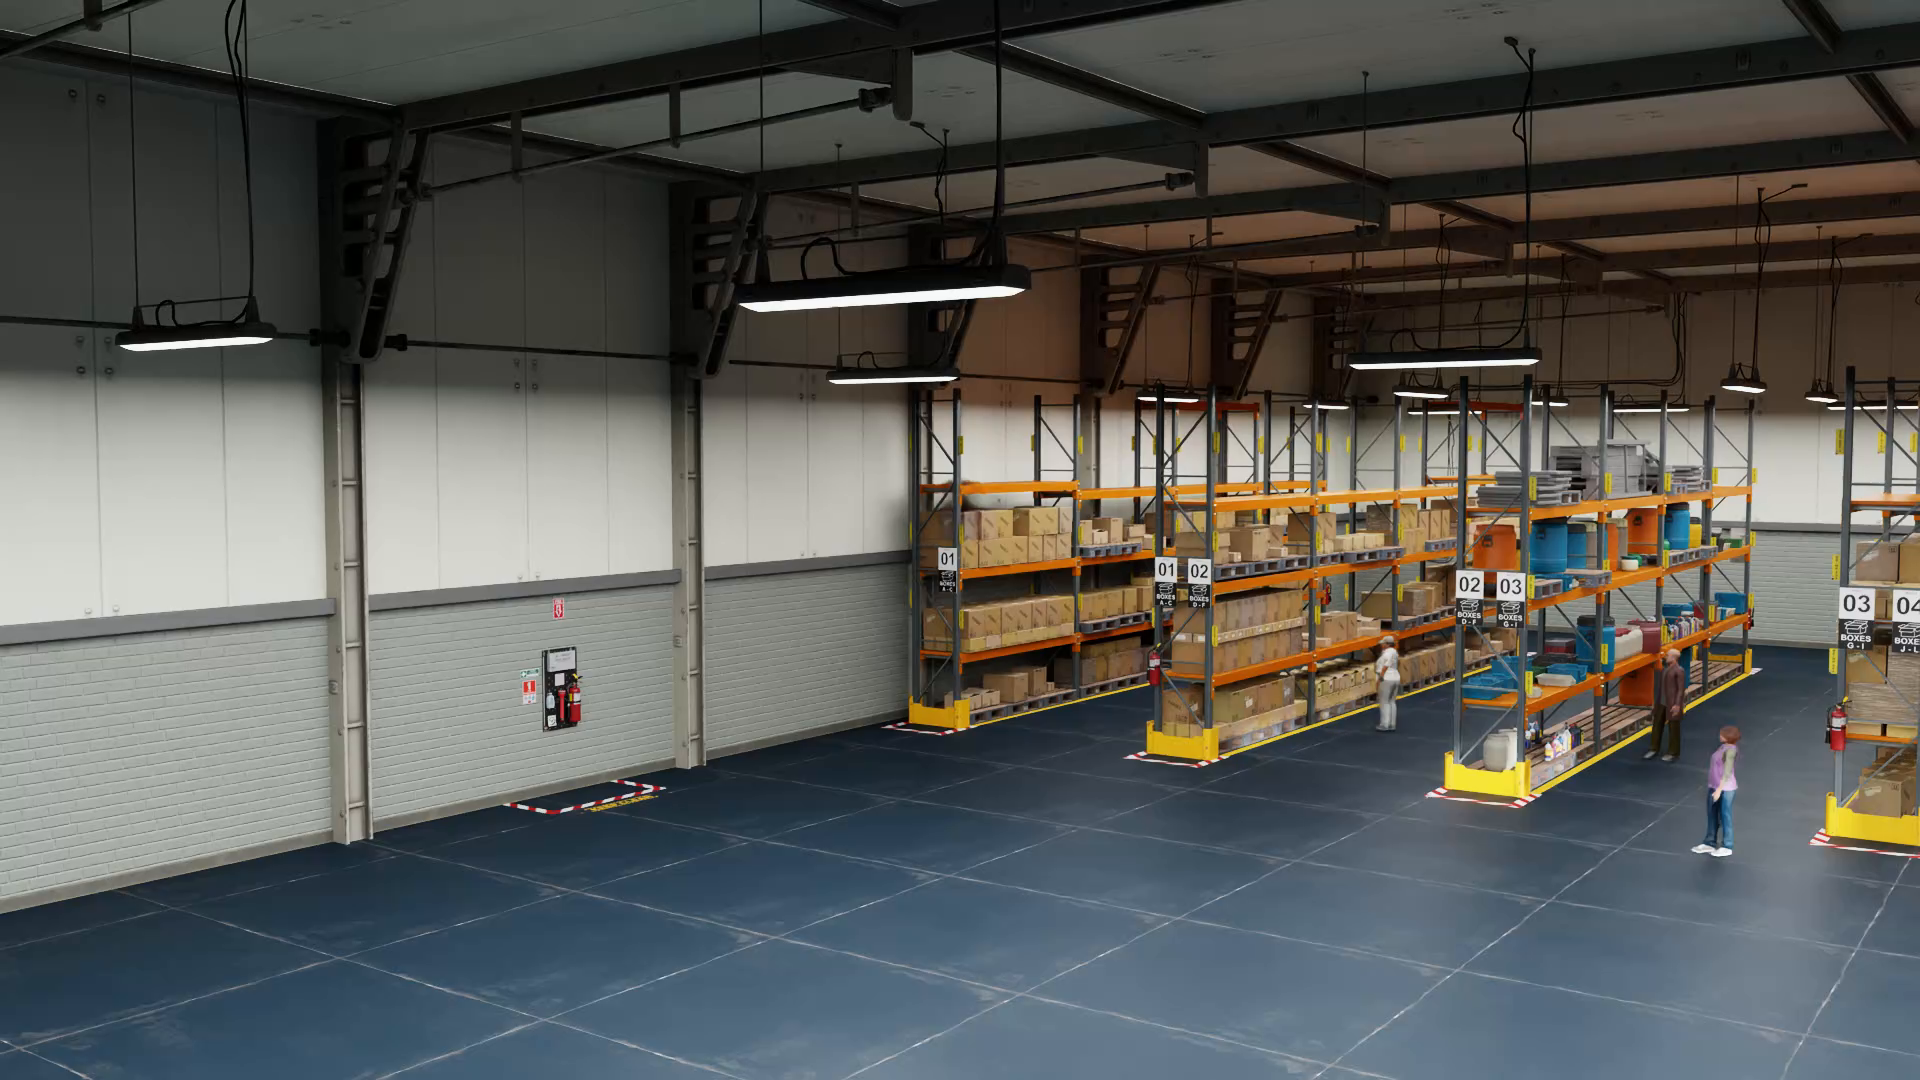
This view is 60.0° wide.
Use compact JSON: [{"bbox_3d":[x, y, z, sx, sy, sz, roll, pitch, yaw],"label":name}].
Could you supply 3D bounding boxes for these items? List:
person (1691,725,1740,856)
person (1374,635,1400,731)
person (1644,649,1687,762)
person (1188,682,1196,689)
[{"bbox_3d":[9.247,3.050,20.251,0.452,1.604,0.451,0,3,-8],"label":"person"},{"bbox_3d":[7.479,2.506,29.116,0.405,1.674,0.502,3,4,38],"label":"person"},{"bbox_3d":[11.232,2.668,26.412,0.509,1.702,0.638,-1,4,-23],"label":"person"},{"bbox_3d":[4.633,2.249,33.039,0.669,1.734,1.016,2,4,29],"label":"person"}]
